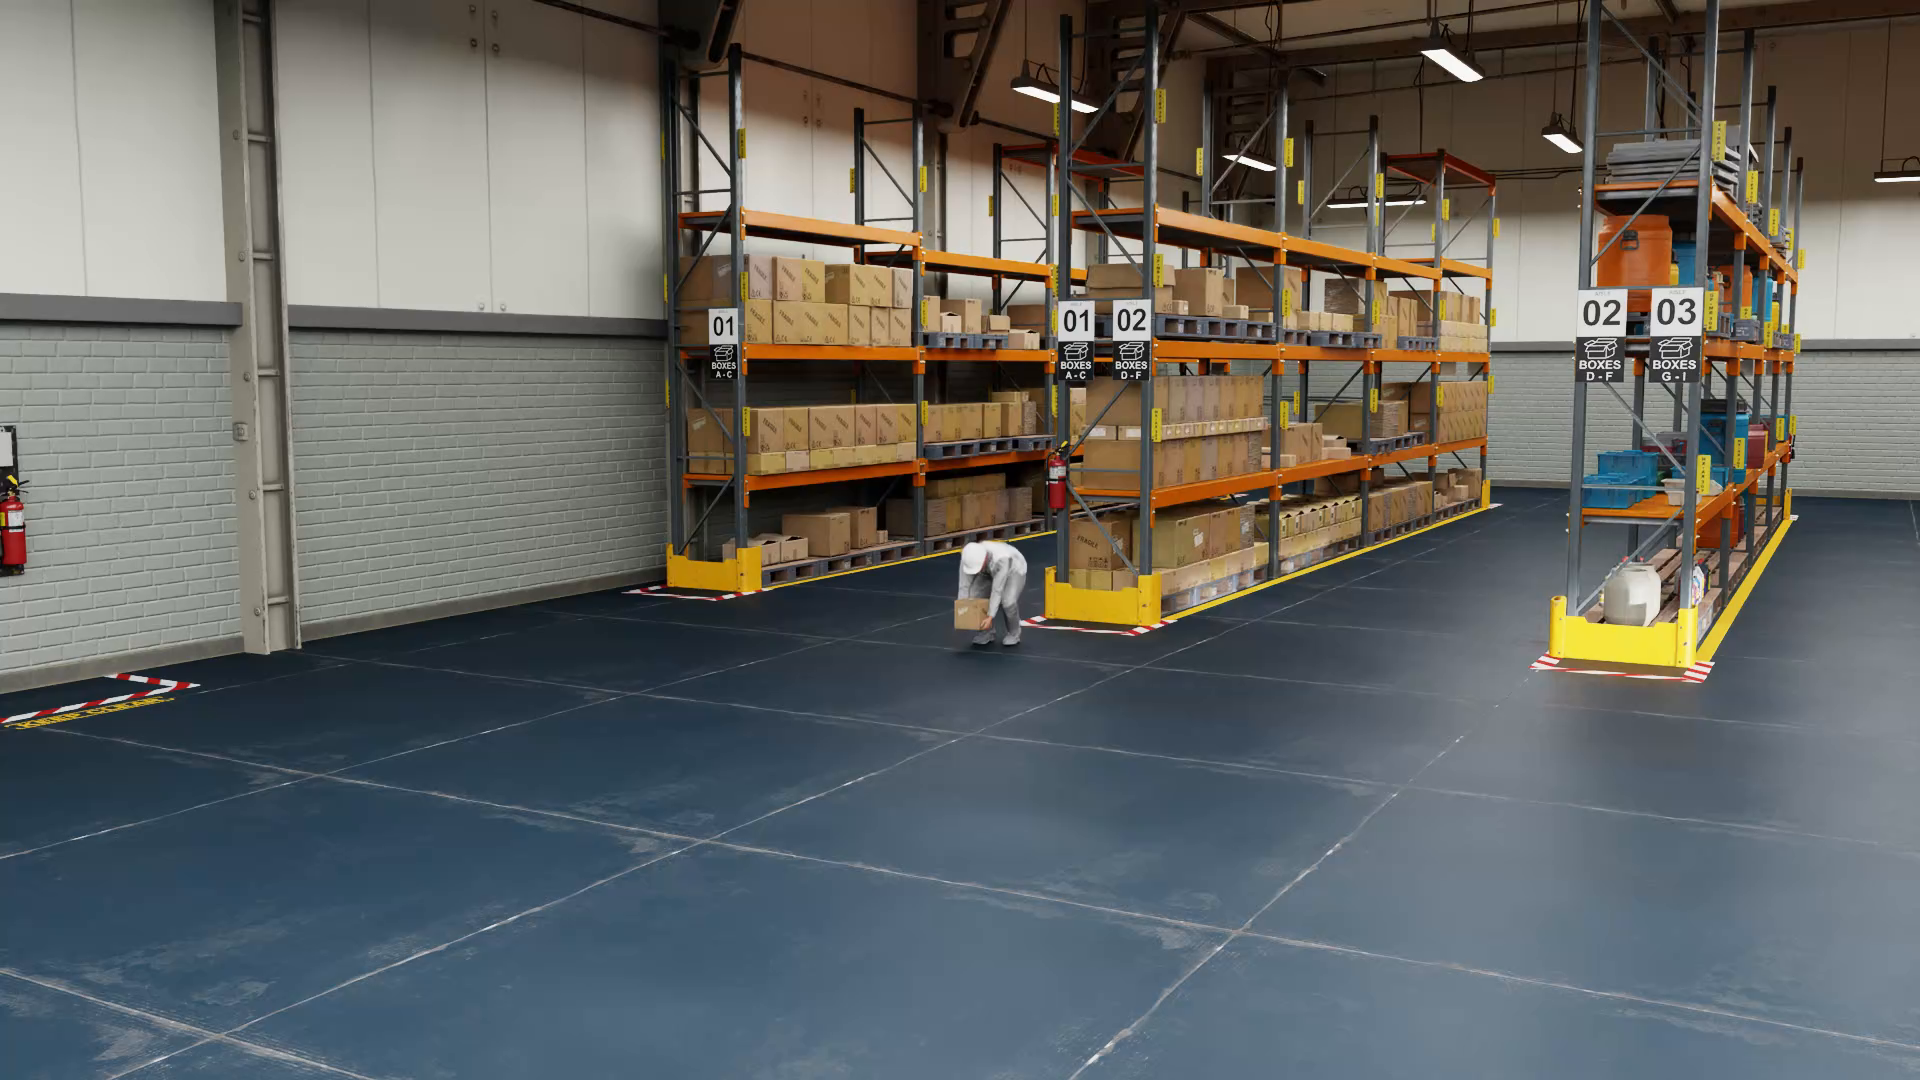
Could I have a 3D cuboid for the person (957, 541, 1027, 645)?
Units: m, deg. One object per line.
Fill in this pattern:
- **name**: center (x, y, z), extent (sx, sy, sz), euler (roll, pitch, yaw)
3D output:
- **person**: center (0.280, 0.479, 15.190), extent (0.513, 0.989, 0.986), euler (3, 7, 26)
